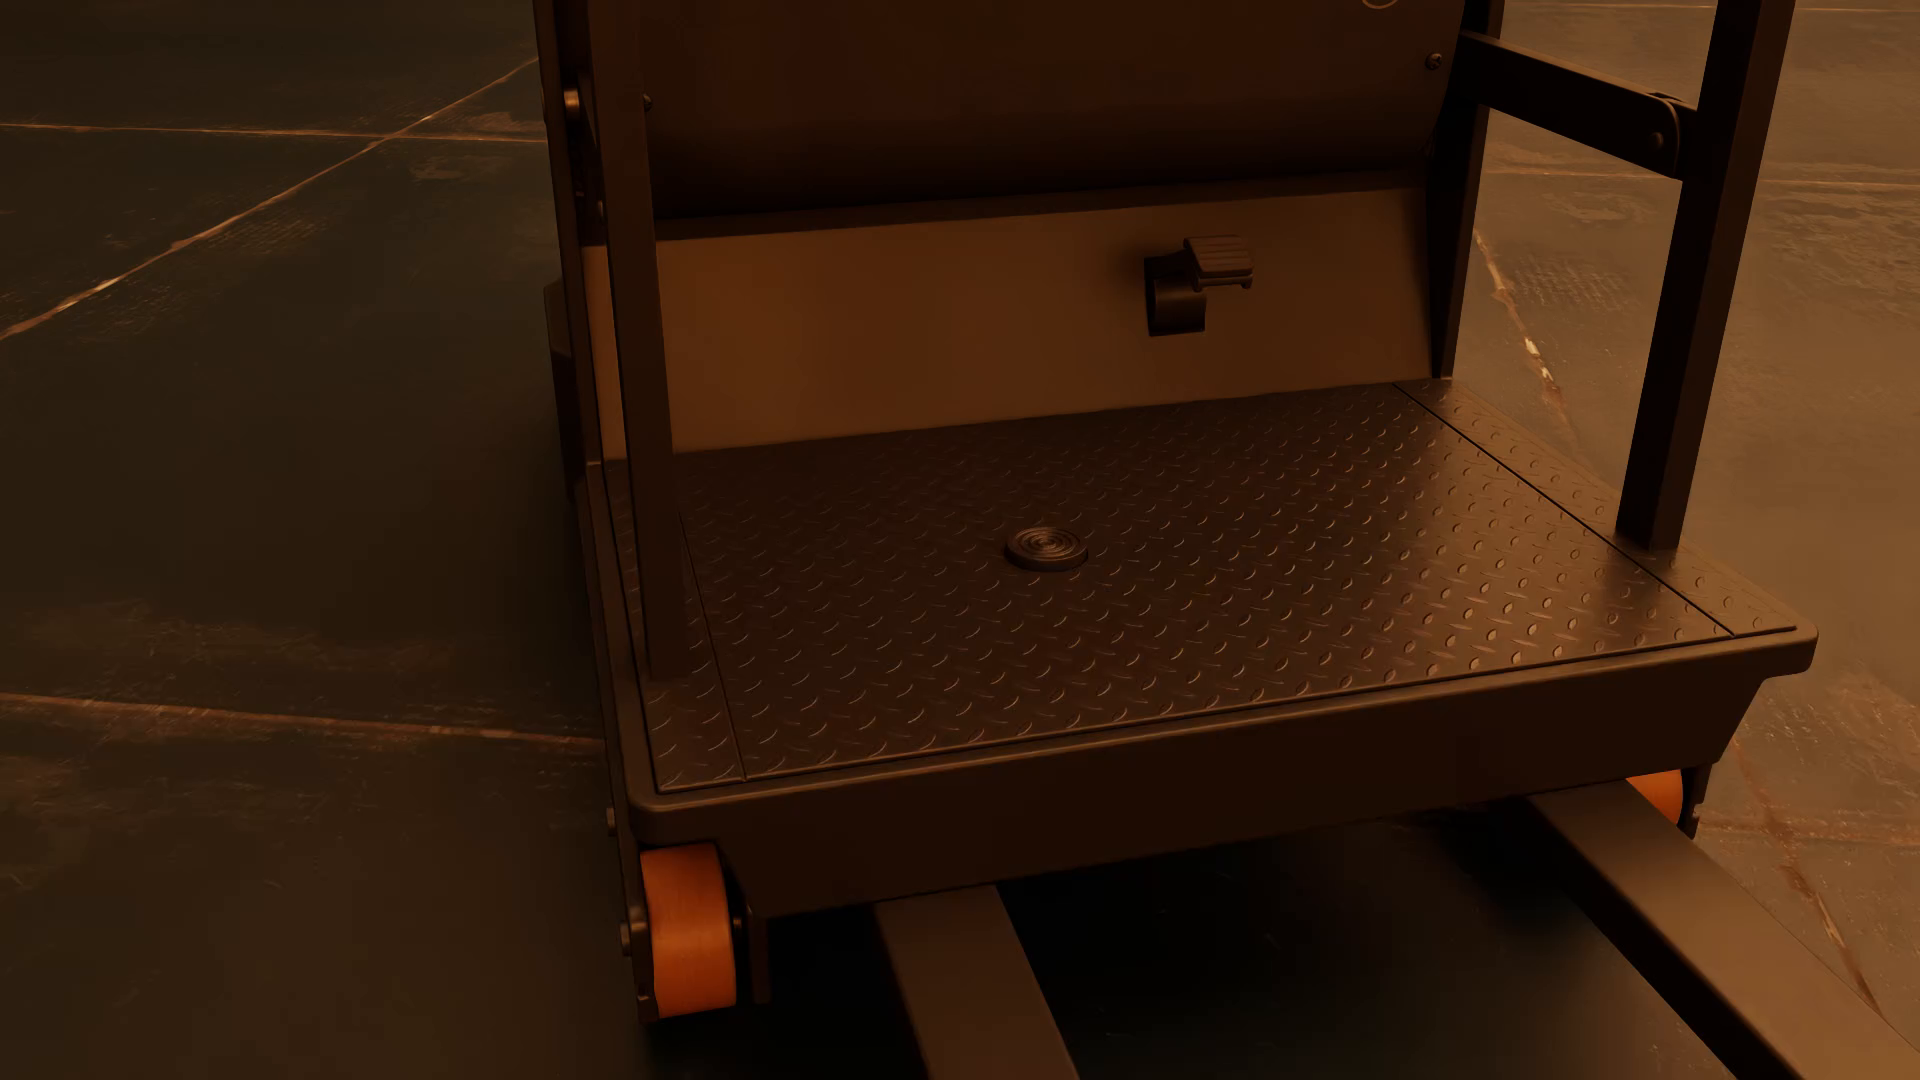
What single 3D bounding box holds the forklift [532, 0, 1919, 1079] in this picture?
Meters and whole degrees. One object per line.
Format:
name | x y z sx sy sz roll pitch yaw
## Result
forklift | 0.153 -1.049 1.319 1.130 2.935 3.031 -7 27 -13
